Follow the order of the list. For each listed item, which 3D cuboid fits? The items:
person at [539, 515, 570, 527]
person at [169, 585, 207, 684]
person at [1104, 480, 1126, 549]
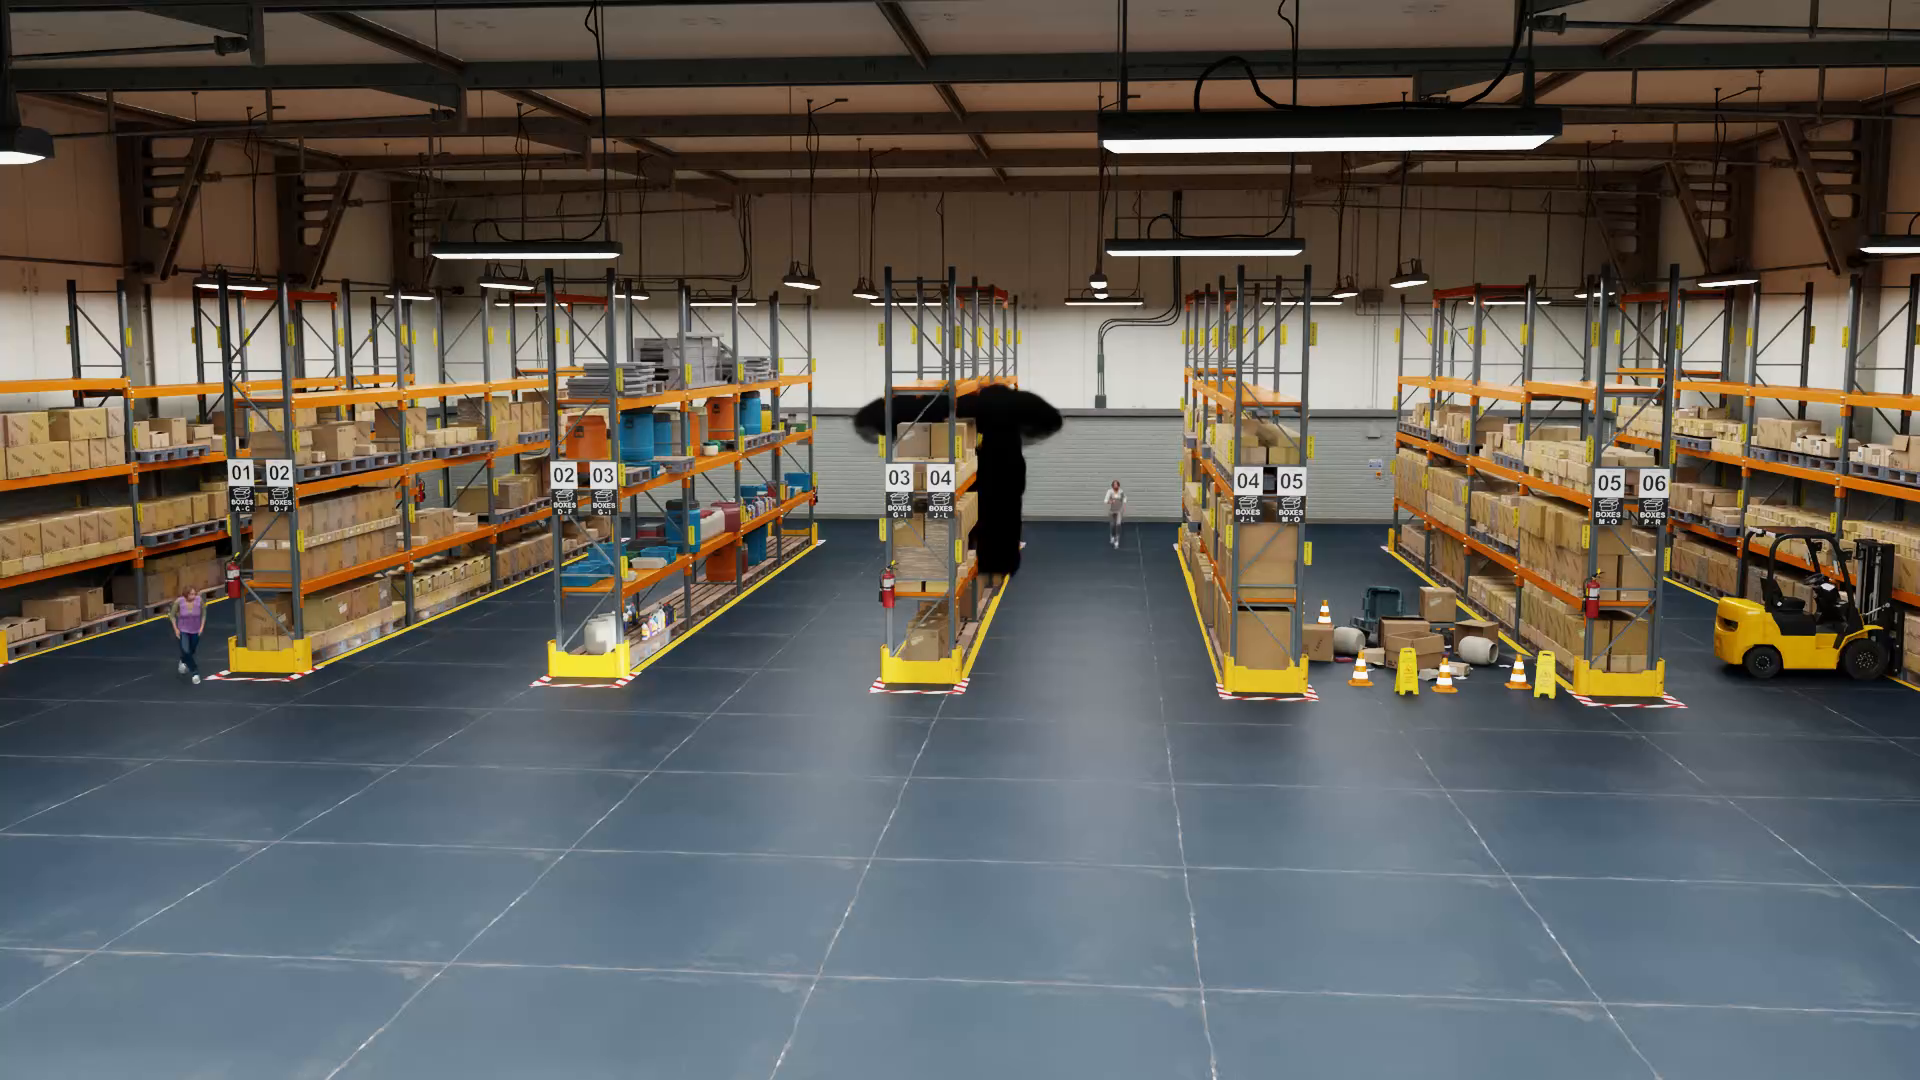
[{"bbox_3d":[-10.534,-1.075,43.396,1.012,1.723,0.695,2,7,14],"label":"person"},{"bbox_3d":[-11.290,1.343,24.307,0.510,1.481,0.921,-5,8,-34],"label":"person"},{"bbox_3d":[3.715,-0.646,39.790,0.529,1.609,0.861,1,7,5],"label":"person"}]
